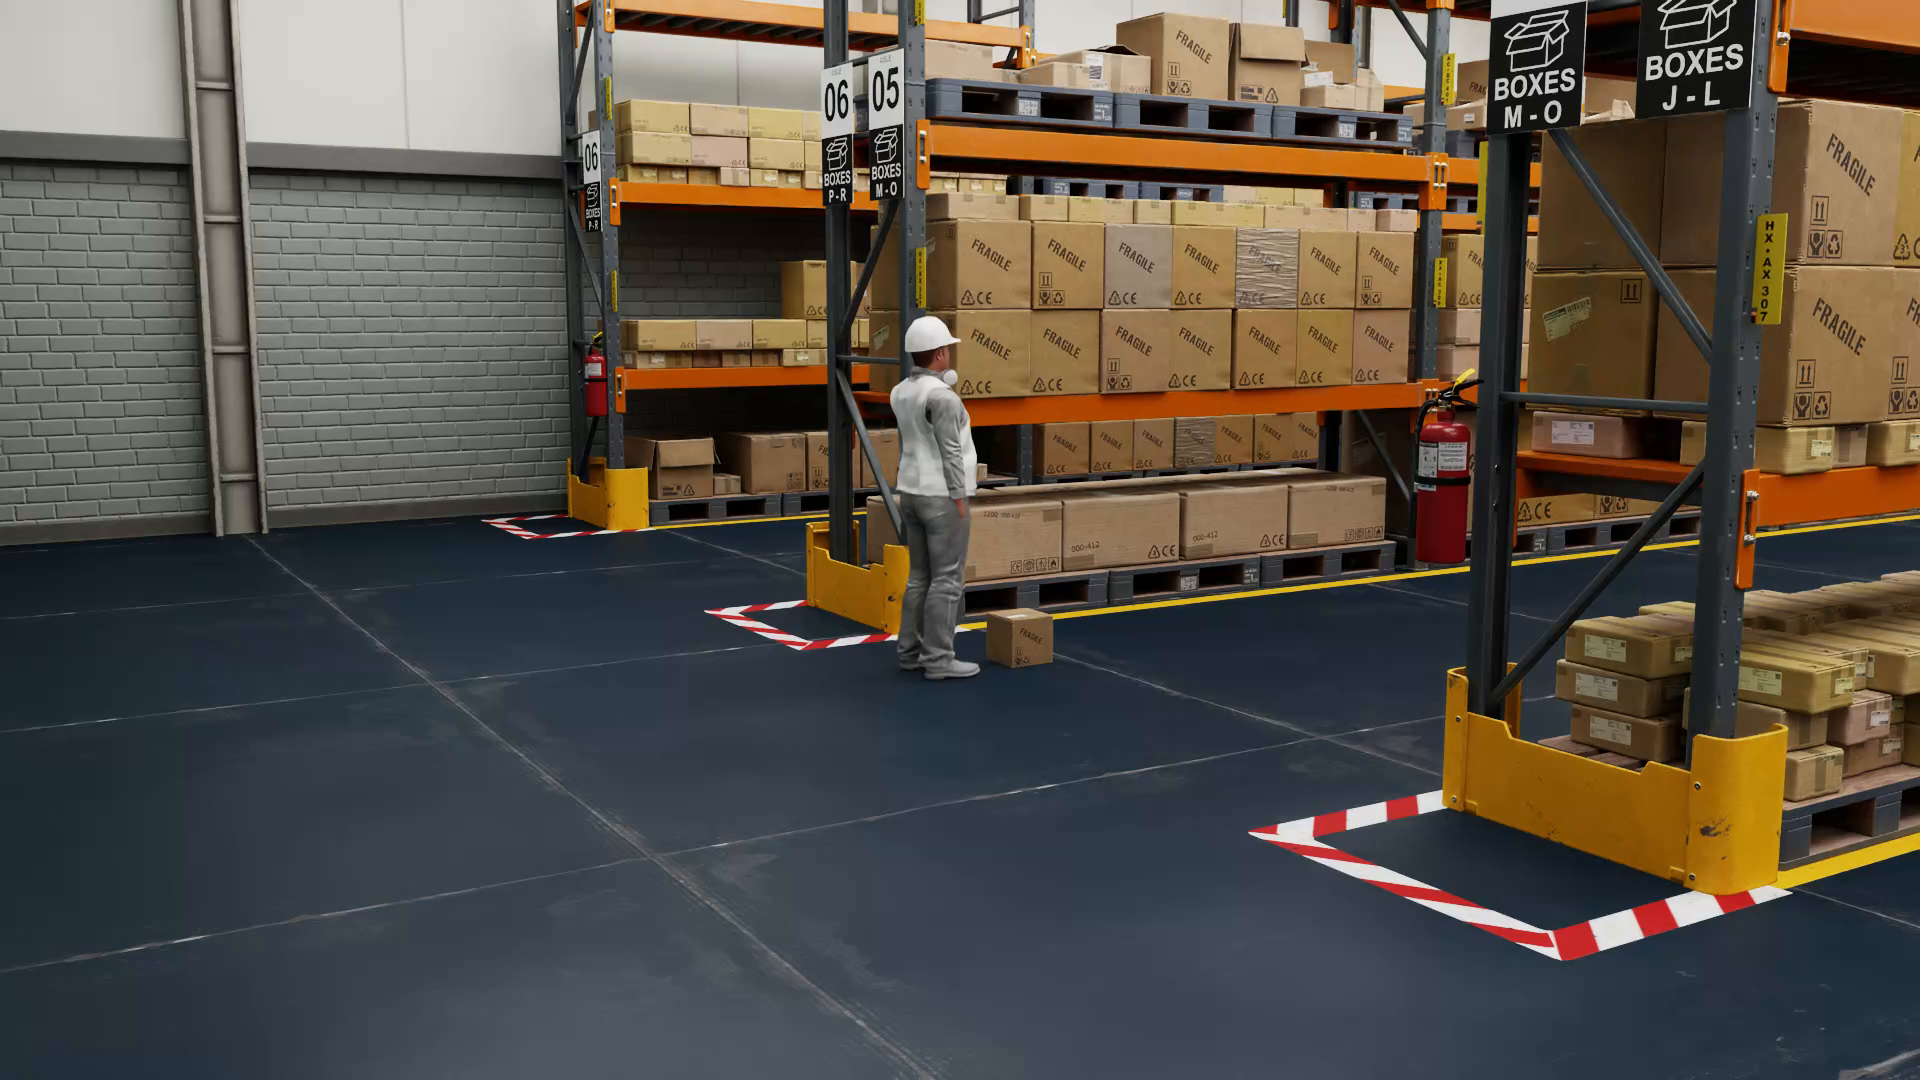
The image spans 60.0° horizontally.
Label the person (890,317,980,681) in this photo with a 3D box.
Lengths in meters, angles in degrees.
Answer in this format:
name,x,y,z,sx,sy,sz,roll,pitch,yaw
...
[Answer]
name,x,y,z,sx,sy,sz,roll,pitch,yaw
person,-0.122,-0.215,8.257,0.358,1.772,0.529,-5,9,-29
